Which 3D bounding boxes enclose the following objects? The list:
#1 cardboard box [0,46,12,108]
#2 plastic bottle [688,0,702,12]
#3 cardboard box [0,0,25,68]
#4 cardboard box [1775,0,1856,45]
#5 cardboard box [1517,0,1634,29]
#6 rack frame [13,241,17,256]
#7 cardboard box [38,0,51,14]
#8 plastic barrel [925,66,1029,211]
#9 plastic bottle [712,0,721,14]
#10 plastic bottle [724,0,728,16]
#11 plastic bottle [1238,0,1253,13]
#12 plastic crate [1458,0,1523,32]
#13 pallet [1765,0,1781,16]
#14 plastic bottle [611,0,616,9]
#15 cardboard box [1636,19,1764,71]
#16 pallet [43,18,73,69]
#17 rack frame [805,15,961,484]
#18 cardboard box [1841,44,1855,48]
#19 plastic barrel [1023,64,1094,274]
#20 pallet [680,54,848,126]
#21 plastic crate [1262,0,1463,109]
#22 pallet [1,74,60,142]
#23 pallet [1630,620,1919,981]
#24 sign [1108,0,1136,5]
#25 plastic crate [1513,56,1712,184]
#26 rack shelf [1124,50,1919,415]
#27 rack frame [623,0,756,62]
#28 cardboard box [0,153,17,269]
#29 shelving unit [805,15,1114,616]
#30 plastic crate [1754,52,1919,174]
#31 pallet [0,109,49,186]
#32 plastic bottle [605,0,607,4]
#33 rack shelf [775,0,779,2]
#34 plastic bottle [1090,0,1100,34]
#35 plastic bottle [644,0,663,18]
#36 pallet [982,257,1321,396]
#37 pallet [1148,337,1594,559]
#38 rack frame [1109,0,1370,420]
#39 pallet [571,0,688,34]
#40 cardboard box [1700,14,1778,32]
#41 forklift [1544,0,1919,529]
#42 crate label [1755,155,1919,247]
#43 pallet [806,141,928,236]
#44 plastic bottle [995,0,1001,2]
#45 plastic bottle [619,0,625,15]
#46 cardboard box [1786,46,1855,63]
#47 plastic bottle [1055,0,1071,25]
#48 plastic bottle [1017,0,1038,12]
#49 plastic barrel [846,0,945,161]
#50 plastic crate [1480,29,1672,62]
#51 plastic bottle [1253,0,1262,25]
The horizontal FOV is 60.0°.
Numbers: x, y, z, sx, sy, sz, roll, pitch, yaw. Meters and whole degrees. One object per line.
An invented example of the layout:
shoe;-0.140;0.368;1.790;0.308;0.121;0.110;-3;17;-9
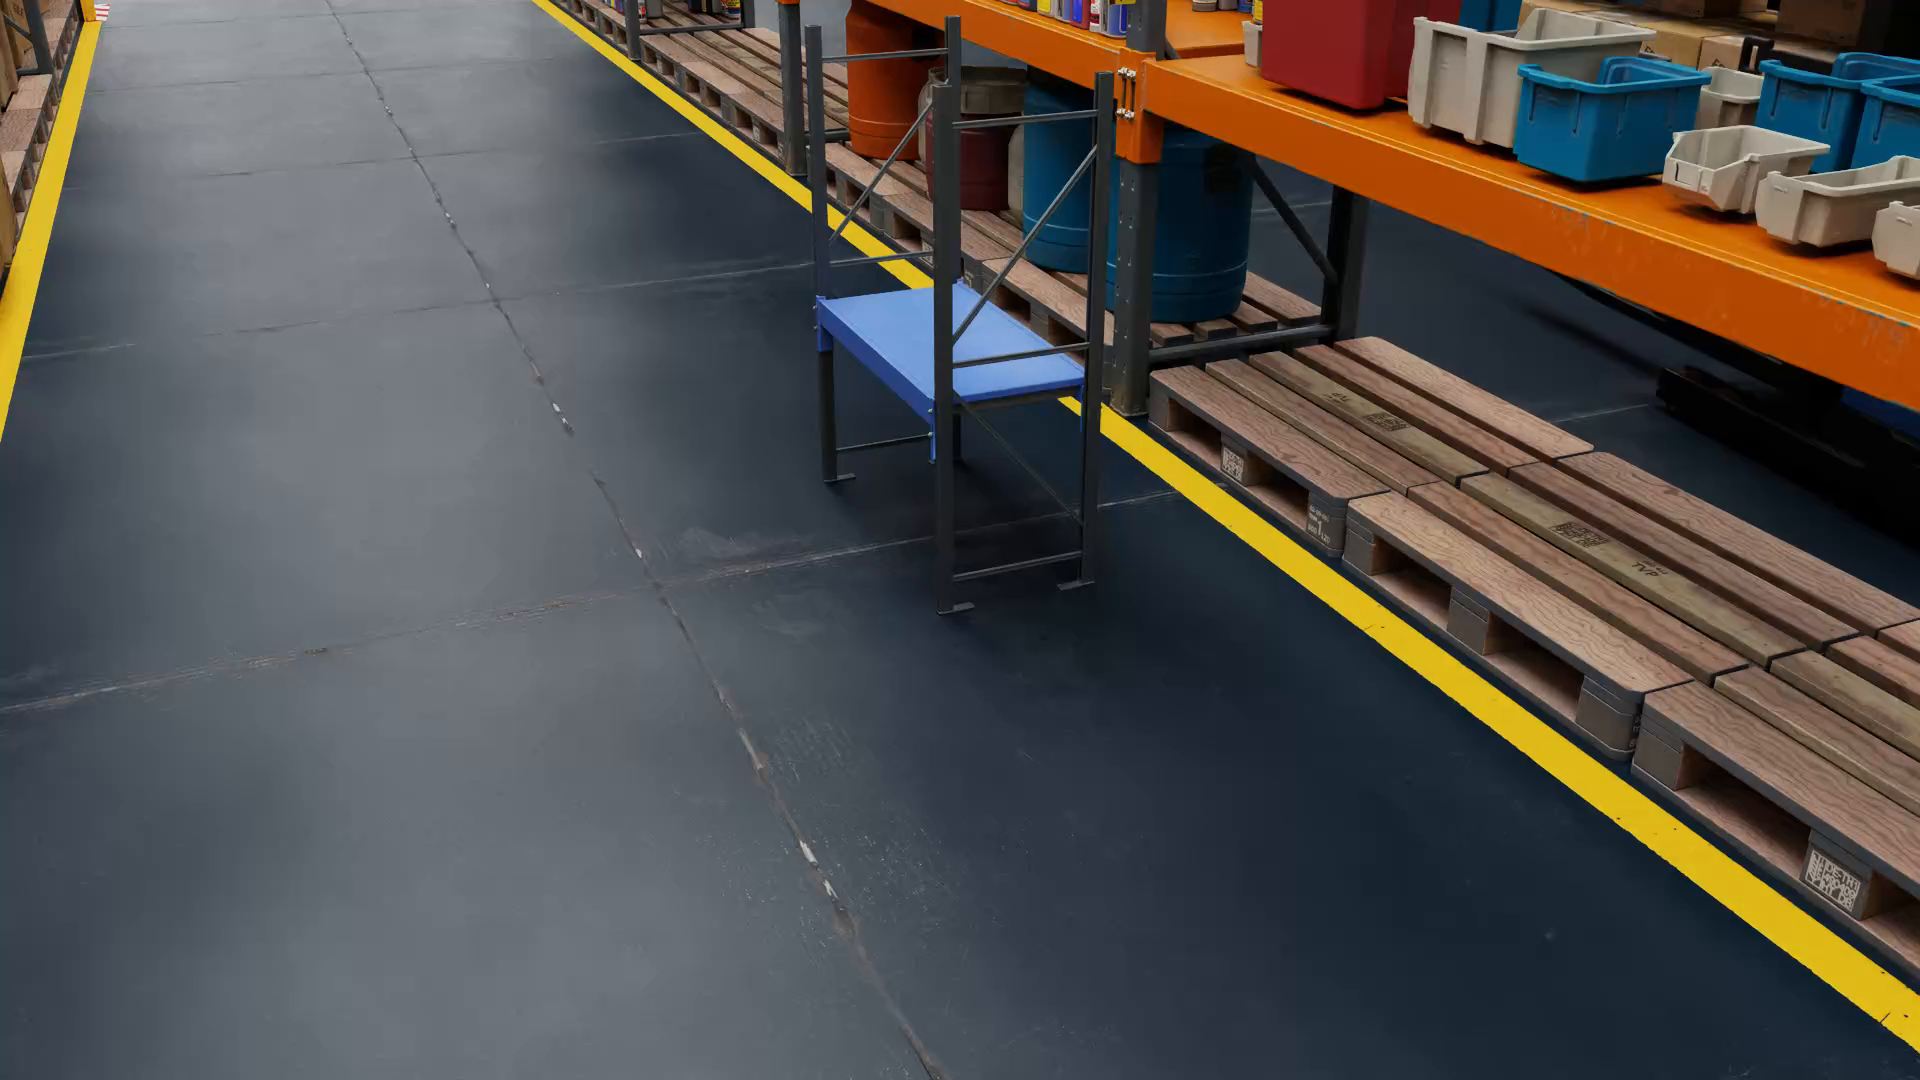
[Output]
cardboard box;-6.253;-2.909;10.137;0.700;0.500;0.500;-11;28;-21
plastic bottle;-2.152;-4.513;13.592;0.144;0.351;0.185;-11;28;-21
cardboard box;-6.763;-3.516;11.403;0.500;0.500;0.500;-11;28;-22
cardboard box;5.053;-3.008;9.484;0.500;0.250;0.500;-11;28;-22
cardboard box;3.956;-3.209;10.752;0.500;0.500;0.500;-9;28;-18
rack frame;-5.076;-2.667;7.294;1.000;3.000;0.127;-11;28;-21
cardboard box;-7.715;-4.472;13.361;0.500;0.500;0.500;-3;26;-7
plastic barrel;0.131;-1.973;8.142;0.600;0.588;0.708;-11;28;-21
plastic bottle;-1.959;-4.437;13.521;0.152;0.276;0.135;-10;28;-19
plastic bottle;-1.847;-4.318;13.364;0.097;0.201;0.097;0;26;0
plastic bottle;1.144;-2.204;6.491;0.097;0.271;0.097;0;26;0
plastic crate;1.544;-1.793;5.454;0.392;0.384;0.575;-11;28;-21
pallet;7.818;-4.775;14.789;1.003;0.211;1.213;-11;28;-21
plastic bottle;-2.804;-4.559;13.686;0.144;0.351;0.185;-11;28;-21
cardboard box;4.358;-2.796;9.905;0.500;0.500;0.500;-11;28;-21
pallet;-7.420;-3.787;12.767;1.003;0.211;1.213;-11;28;-21
rack frame;-0.232;-0.914;5.412;0.500;1.500;0.032;-11;28;-21
cardboard box;5.234;-2.481;9.261;0.500;0.500;0.500;-10;28;-20
plastic barrel;0.573;-1.658;7.139;0.600;0.901;0.708;-11;28;-21
pallet;-1.261;-3.076;11.310;1.003;0.211;1.213;-11;28;-21
plastic crate;1.166;-1.556;4.876;0.402;0.464;0.583;-11;28;-21
pallet;-6.337;-2.715;10.570;1.003;0.211;1.213;-11;28;-21
pallet;2.327;0.625;3.730;1.003;0.211;1.213;-11;28;-21
sign;0.541;-1.934;5.477;0.100;0.325;0.005;-11;28;-21
plastic crate;1.574;-1.025;4.054;0.416;0.233;0.300;-11;28;-21
rack shelf;1.831;-0.773;4.234;1.077;0.370;4.000;-11;28;-21
rack frame;-2.085;-5.133;12.345;1.000;3.000;0.127;-11;28;-21
cardboard box;-4.825;-1.619;7.090;1.225;0.875;0.875;-12;28;-23
shelving unit;-0.033;-0.708;4.991;0.538;1.500;1.048;-11;28;-21
plastic crate;2.187;-1.049;4.103;0.416;0.233;0.300;-11;28;-21
pallet;-5.855;-2.222;9.560;1.003;0.211;1.213;-11;28;-21
plastic bottle;-2.936;-4.601;13.943;0.097;0.201;0.097;0;26;0
rack shelf;-1.302;-4.002;10.849;1.077;0.370;4.000;-11;28;-21
plastic bottle;0.525;-1.960;6.072;0.097;0.201;0.097;0;26;0
plastic bottle;-2.470;-4.376;13.311;0.144;0.351;0.185;-11;28;-21
pallet;0.784;-0.969;6.994;1.003;0.211;1.213;-11;28;-21
pallet;1.371;-0.360;5.747;1.003;0.211;1.213;-11;28;-21
rack frame;1.047;-1.904;5.730;1.000;3.000;0.127;-11;28;-21
pallet;-2.792;-4.652;14.537;1.003;0.211;1.213;-11;28;-21
cardboard box;4.825;-2.896;10.110;0.500;0.500;0.500;-12;28;-22
forklift;3.258;-1.743;5.480;1.130;2.935;3.031;-7;27;-15
crate label;1.896;-0.723;3.544;0.396;0.136;0.243;-11;28;-21
pallet;-0.172;-1.954;9.012;1.003;0.211;1.213;-11;28;-21
plastic bottle;0.202;-2.357;6.800;0.152;0.276;0.135;-11;28;-21
plastic bottle;-2.678;-4.428;13.419;0.144;0.351;0.185;-12;29;-23
cardboard box;4.768;-2.381;9.055;0.500;0.500;0.500;-10;28;-20
plastic bottle;0.453;-2.099;6.271;0.152;0.276;0.135;-11;28;-21
plastic bottle;0.314;-2.271;6.538;0.144;0.351;0.185;-11;28;-21
plastic barrel;-0.312;-2.537;9.023;0.600;0.830;0.708;-11;28;-21
plastic crate;1.733;-1.401;4.946;0.437;0.125;0.590;-11;28;-21
plastic bottle;1.192;-2.095;6.179;0.144;0.351;0.185;-11;28;-21
